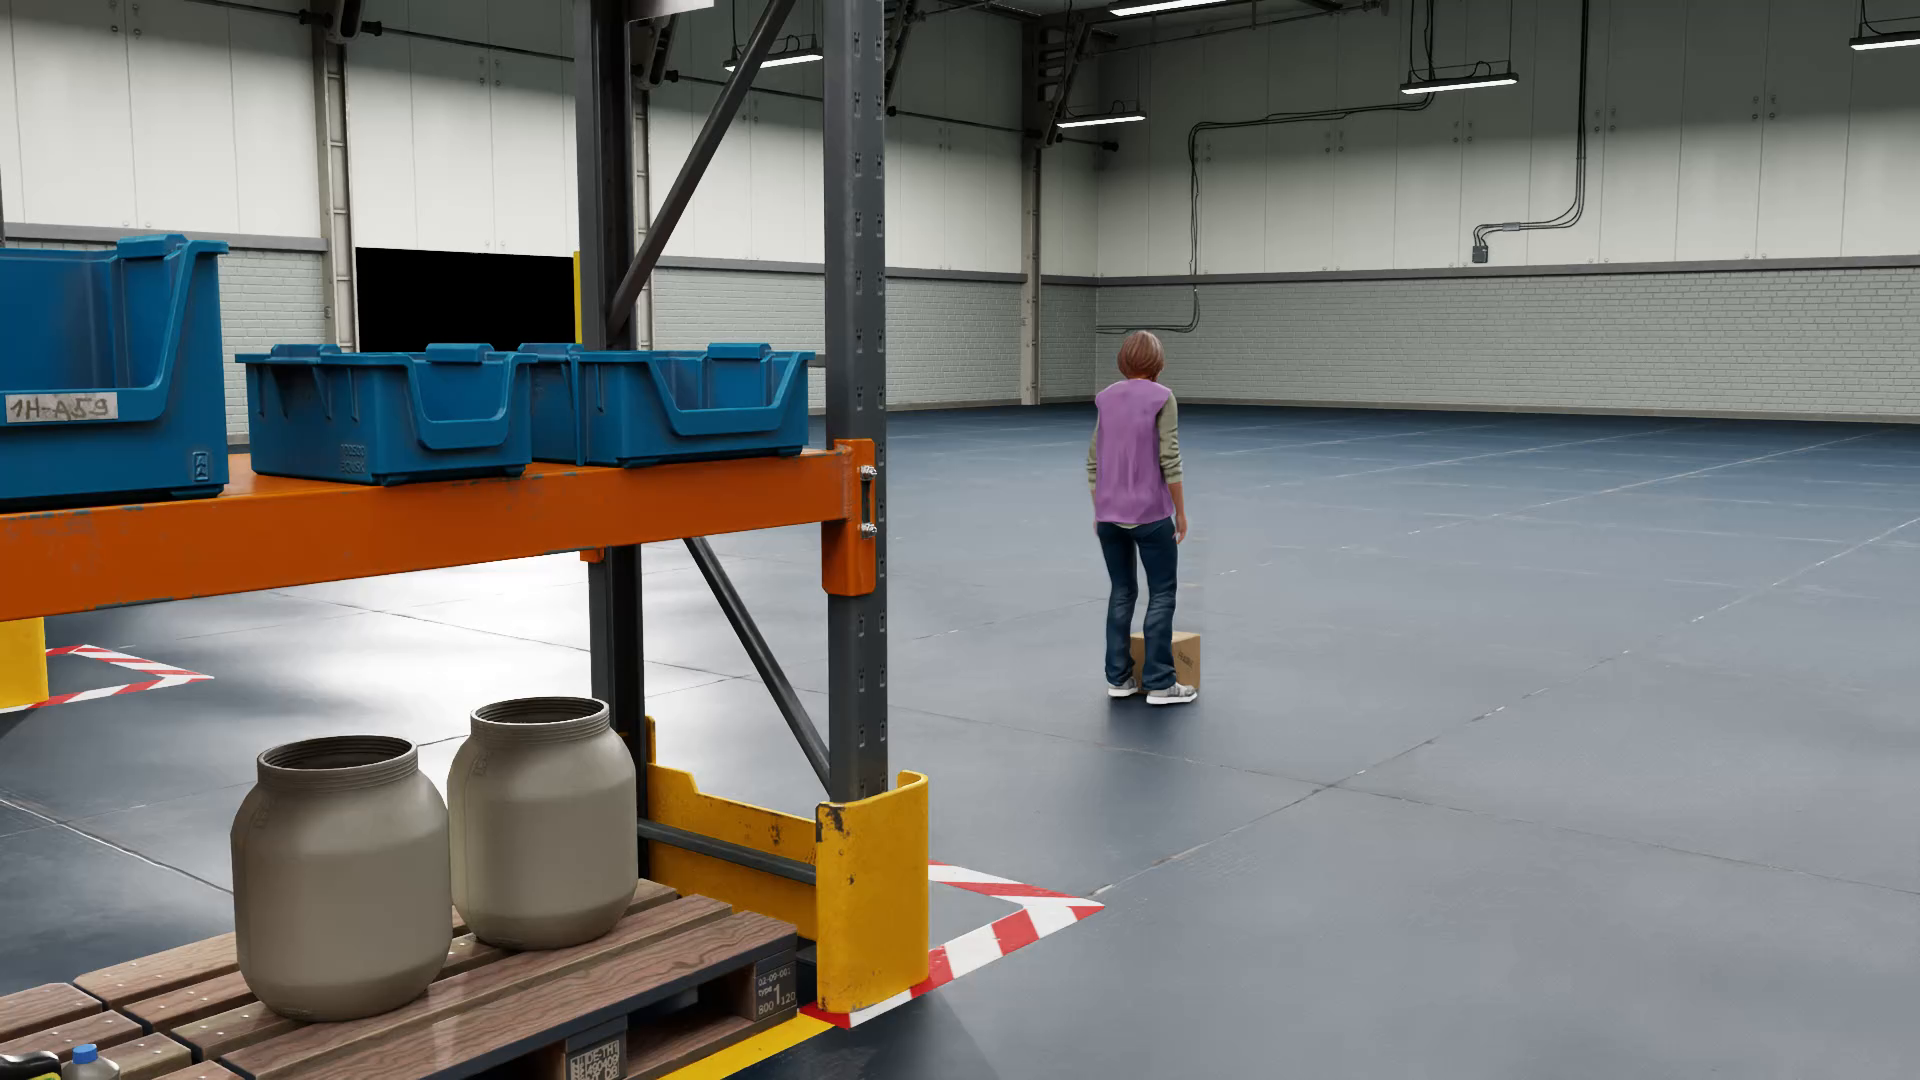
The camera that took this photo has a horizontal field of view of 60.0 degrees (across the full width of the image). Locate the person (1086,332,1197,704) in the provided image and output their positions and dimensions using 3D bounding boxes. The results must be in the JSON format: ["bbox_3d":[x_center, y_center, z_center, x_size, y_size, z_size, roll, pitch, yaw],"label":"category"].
[{"bbox_3d":[0.773,-0.096,7.171,0.469,1.590,0.377,5,9,36],"label":"person"}]
